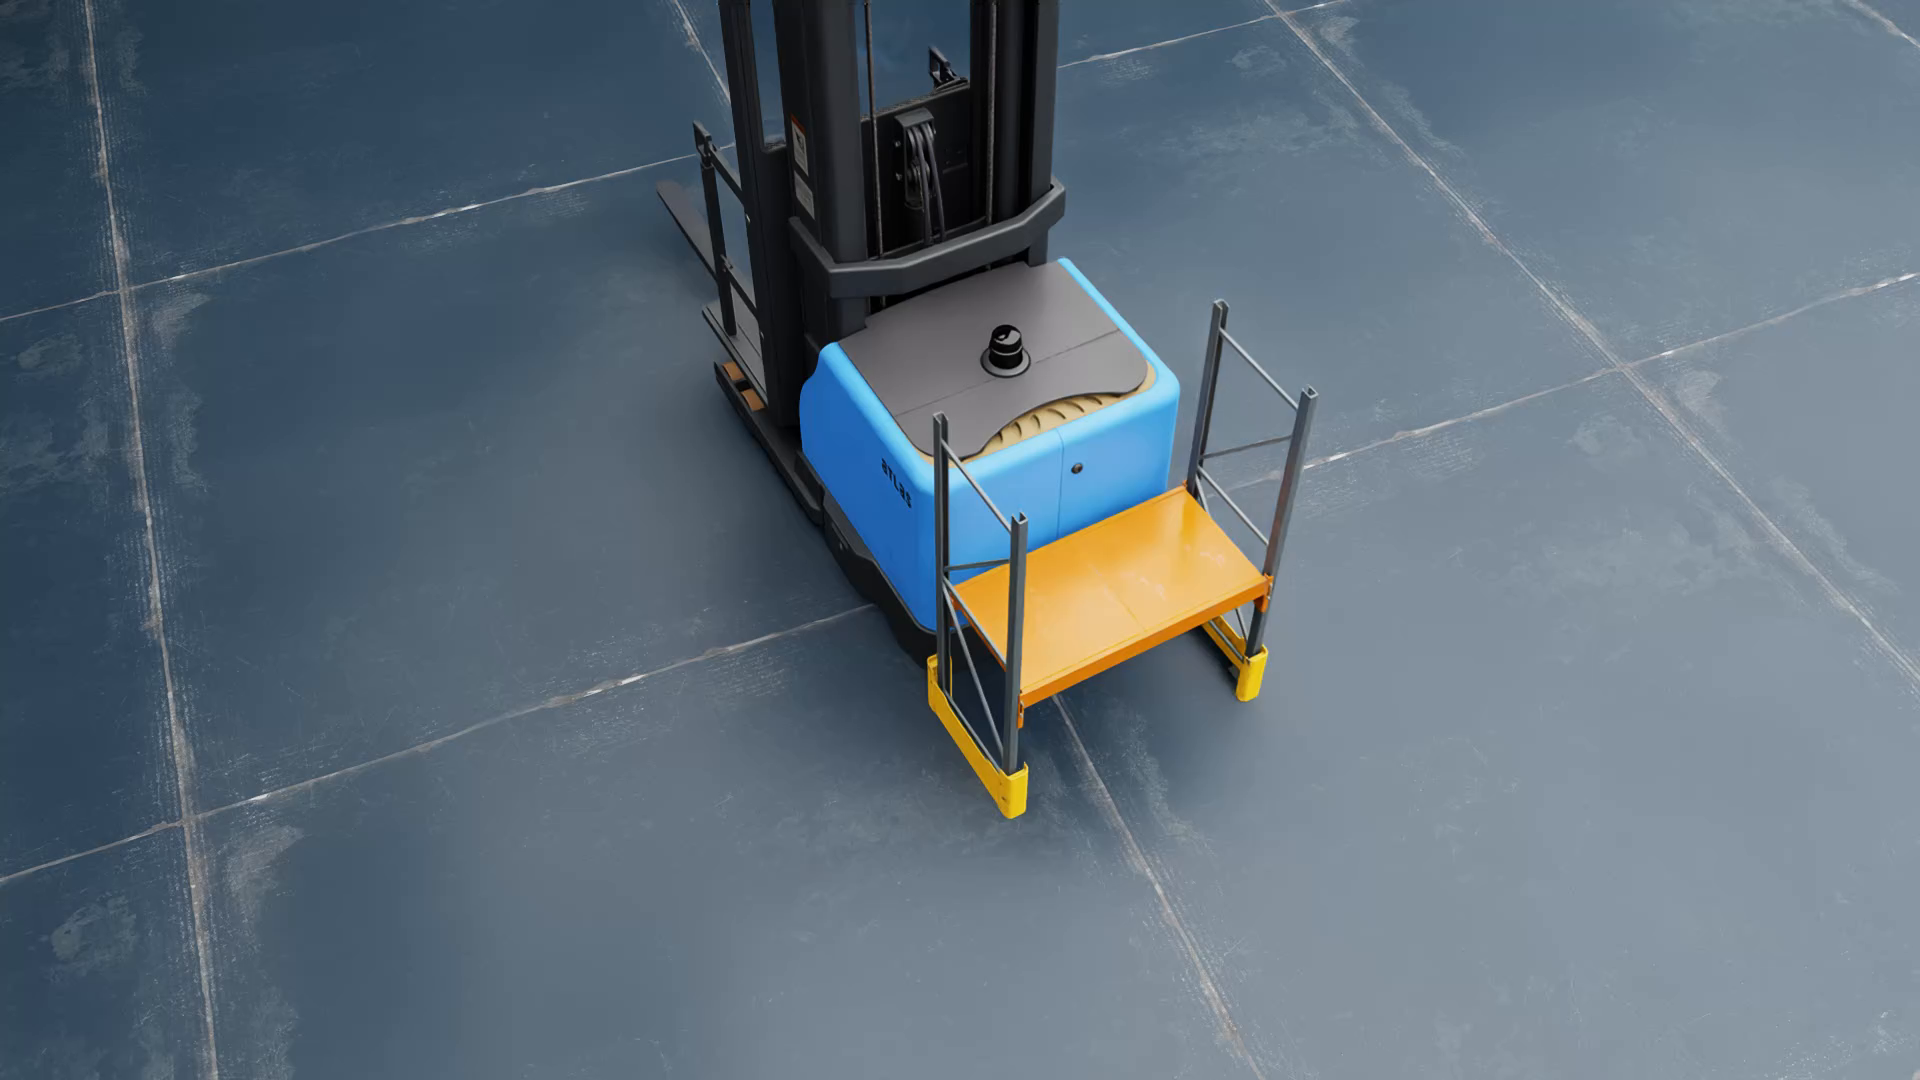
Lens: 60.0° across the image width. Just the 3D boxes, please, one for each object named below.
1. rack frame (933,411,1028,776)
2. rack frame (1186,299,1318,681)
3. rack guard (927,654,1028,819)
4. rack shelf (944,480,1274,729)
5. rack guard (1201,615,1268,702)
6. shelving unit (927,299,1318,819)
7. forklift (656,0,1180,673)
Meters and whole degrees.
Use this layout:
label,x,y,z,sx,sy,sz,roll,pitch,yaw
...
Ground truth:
label,x,y,z,sx,sy,sz,roll,pitch,yaw
rack frame,0.056,0.274,5.366,0.032,1.500,0.500,-23,53,-19
rack frame,0.940,-0.107,5.694,0.032,1.500,0.500,-23,53,-19
rack guard,0.057,0.681,5.841,0.087,0.250,0.587,-23,53,-19
rack shelf,0.498,0.201,5.667,1.000,0.185,0.538,-23,53,-19
rack guard,0.923,0.308,6.162,0.087,0.250,0.587,-23,53,-19
shelving unit,0.490,0.087,5.527,1.083,1.500,0.587,-23,53,-19
forklift,-0.385,-1.585,6.020,1.130,2.935,3.031,-23,53,-18
